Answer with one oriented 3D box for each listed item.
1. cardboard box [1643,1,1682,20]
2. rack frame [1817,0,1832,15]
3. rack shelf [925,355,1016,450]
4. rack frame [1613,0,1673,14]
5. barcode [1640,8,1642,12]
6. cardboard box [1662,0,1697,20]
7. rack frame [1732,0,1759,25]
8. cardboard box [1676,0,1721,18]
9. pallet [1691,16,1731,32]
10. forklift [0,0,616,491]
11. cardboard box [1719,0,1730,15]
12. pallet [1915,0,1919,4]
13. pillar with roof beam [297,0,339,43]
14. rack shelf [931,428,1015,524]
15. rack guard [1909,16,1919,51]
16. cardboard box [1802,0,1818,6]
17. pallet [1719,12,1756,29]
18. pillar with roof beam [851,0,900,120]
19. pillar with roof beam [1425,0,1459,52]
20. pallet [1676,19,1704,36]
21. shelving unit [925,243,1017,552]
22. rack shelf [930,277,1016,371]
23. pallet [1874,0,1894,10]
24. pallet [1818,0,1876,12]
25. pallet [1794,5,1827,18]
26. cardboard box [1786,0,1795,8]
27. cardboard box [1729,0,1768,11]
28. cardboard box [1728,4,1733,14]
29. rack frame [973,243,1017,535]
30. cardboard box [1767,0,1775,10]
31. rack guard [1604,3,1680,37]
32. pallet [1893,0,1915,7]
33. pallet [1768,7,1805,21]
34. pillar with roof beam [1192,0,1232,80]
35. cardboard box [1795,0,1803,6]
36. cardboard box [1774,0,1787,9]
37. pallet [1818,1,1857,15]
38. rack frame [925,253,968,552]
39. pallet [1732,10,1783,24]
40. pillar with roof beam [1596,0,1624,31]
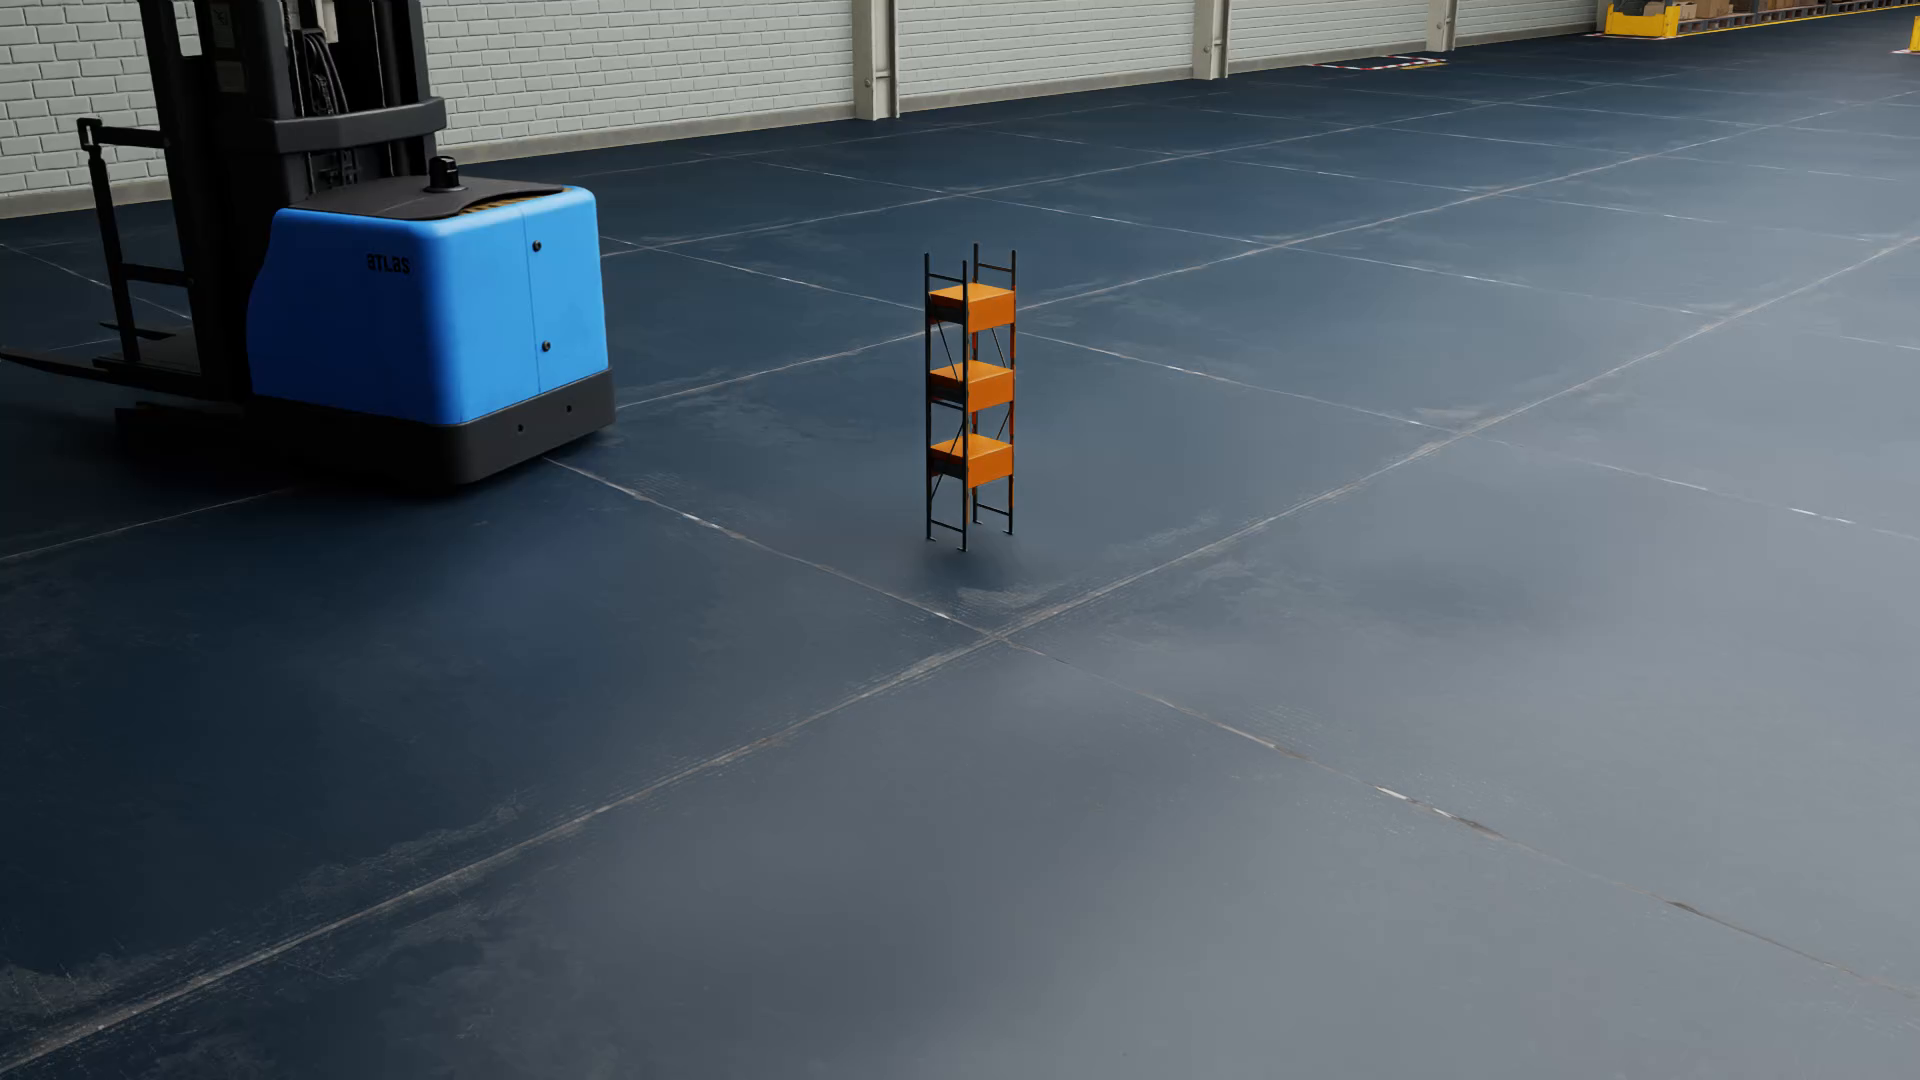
[{"bbox_3d":[12.340,-9.290,29.197,0.500,0.311,0.500,15,26,35],"label":"cardboard box"},{"bbox_3d":[17.373,-12.240,33.740,1.000,3.000,0.127,19,28,41],"label":"rack frame"},{"bbox_3d":[0.037,-0.494,5.926,0.215,0.259,0.240,19,28,41],"label":"rack shelf"},{"bbox_3d":[11.792,-10.184,28.390,1.000,3.000,0.127,19,28,41],"label":"rack frame"},{"bbox_3d":[12.066,-9.399,29.468,0.001,0.075,0.075,19,28,41],"label":"barcode"},{"bbox_3d":[12.737,-9.436,29.579,0.500,0.311,0.500,-17,27,-38],"label":"cardboard box"},{"bbox_3d":[14.583,-11.212,31.065,1.000,3.000,0.127,19,28,41],"label":"rack frame"},{"bbox_3d":[13.285,-9.701,30.003,0.700,0.500,0.500,17,27,37],"label":"cardboard box"},{"bbox_3d":[13.288,-9.414,30.273,1.003,0.211,1.213,19,28,41],"label":"pallet"},{"bbox_3d":[-3.046,-1.908,6.953,3.031,2.935,1.130,10,23,25],"label":"forklift"},{"bbox_3d":[13.887,-9.974,30.714,0.500,0.500,0.500,17,27,37],"label":"cardboard box"},{"bbox_3d":[21.601,-12.458,38.193,1.003,0.211,1.213,19,28,41],"label":"pallet"},{"bbox_3d":[-1.997,-6.134,9.491,9.100,9.000,0.400,19,28,41],"label":"pillar with roof beam"},{"bbox_3d":[0.037,-0.234,6.026,0.215,0.259,0.240,19,28,41],"label":"rack shelf"},{"bbox_3d":[15.327,-7.772,25.599,1.175,0.500,0.348,19,28,41],"label":"rack guard"},{"bbox_3d":[16.908,-11.081,33.594,0.500,0.500,0.700,-20,29,-41],"label":"cardboard box"},{"bbox_3d":[14.140,-9.729,31.093,1.003,0.211,1.213,19,28,41],"label":"pallet"},{"bbox_3d":[2.189,-7.676,13.504,9.100,9.000,0.400,19,28,41],"label":"pillar with roof beam"},{"bbox_3d":[10.560,-10.761,21.529,9.100,9.000,0.400,19,28,41],"label":"pillar with roof beam"},{"bbox_3d":[12.437,-9.102,29.461,1.003,0.211,1.213,19,28,41],"label":"pallet"},{"bbox_3d":[0.037,-0.504,5.922,0.215,1.050,0.252,19,28,41],"label":"shelving unit"},{"bbox_3d":[0.037,-0.759,5.824,0.215,0.259,0.240,19,28,41],"label":"rack shelf"},{"bbox_3d":[19.679,-11.750,36.350,1.003,0.211,1.213,19,28,41],"label":"pallet"},{"bbox_3d":[18.828,-11.435,35.530,1.003,0.211,1.213,19,28,41],"label":"pallet"},{"bbox_3d":[16.827,-10.738,33.719,1.003,0.211,1.213,19,28,41],"label":"pallet"},{"bbox_3d":[16.139,-10.843,32.975,0.700,0.500,0.500,19,28,40],"label":"cardboard box"},{"bbox_3d":[15.084,-10.444,31.937,0.500,0.500,0.700,-19,28,-40],"label":"cardboard box"},{"bbox_3d":[14.231,-9.950,31.117,0.380,0.166,0.250,15,26,34],"label":"cardboard box"},{"bbox_3d":[0.122,-0.535,6.004,0.200,1.050,0.008,19,28,41],"label":"rack frame"},{"bbox_3d":[15.409,-10.590,32.316,0.700,0.500,0.500,19,28,40],"label":"cardboard box"},{"bbox_3d":[11.845,-9.037,28.889,1.175,0.500,0.348,19,28,41],"label":"rack guard"},{"bbox_3d":[20.750,-12.143,37.373,1.003,0.211,1.213,19,28,41],"label":"pallet"},{"bbox_3d":[15.976,-10.426,32.907,1.003,0.211,1.213,19,28,41],"label":"pallet"},{"bbox_3d":[6.374,-9.219,17.516,9.100,9.000,0.400,19,28,41],"label":"pillar with roof beam"},{"bbox_3d":[16.466,-10.978,33.325,0.700,0.500,0.500,19,28,41],"label":"cardboard box"},{"bbox_3d":[15.794,-10.711,32.631,0.700,0.500,0.500,20,28,41],"label":"cardboard box"},{"bbox_3d":[17.977,-11.123,34.718,1.003,0.211,1.213,19,28,41],"label":"pallet"},{"bbox_3d":[-0.048,-0.472,5.840,0.200,1.050,0.008,19,28,41],"label":"rack frame"},{"bbox_3d":[15.125,-10.111,32.087,1.003,0.211,1.213,19,28,41],"label":"pallet"},{"bbox_3d":[14.745,-12.303,25.542,9.100,9.000,0.400,19,28,41],"label":"pillar with roof beam"}]
